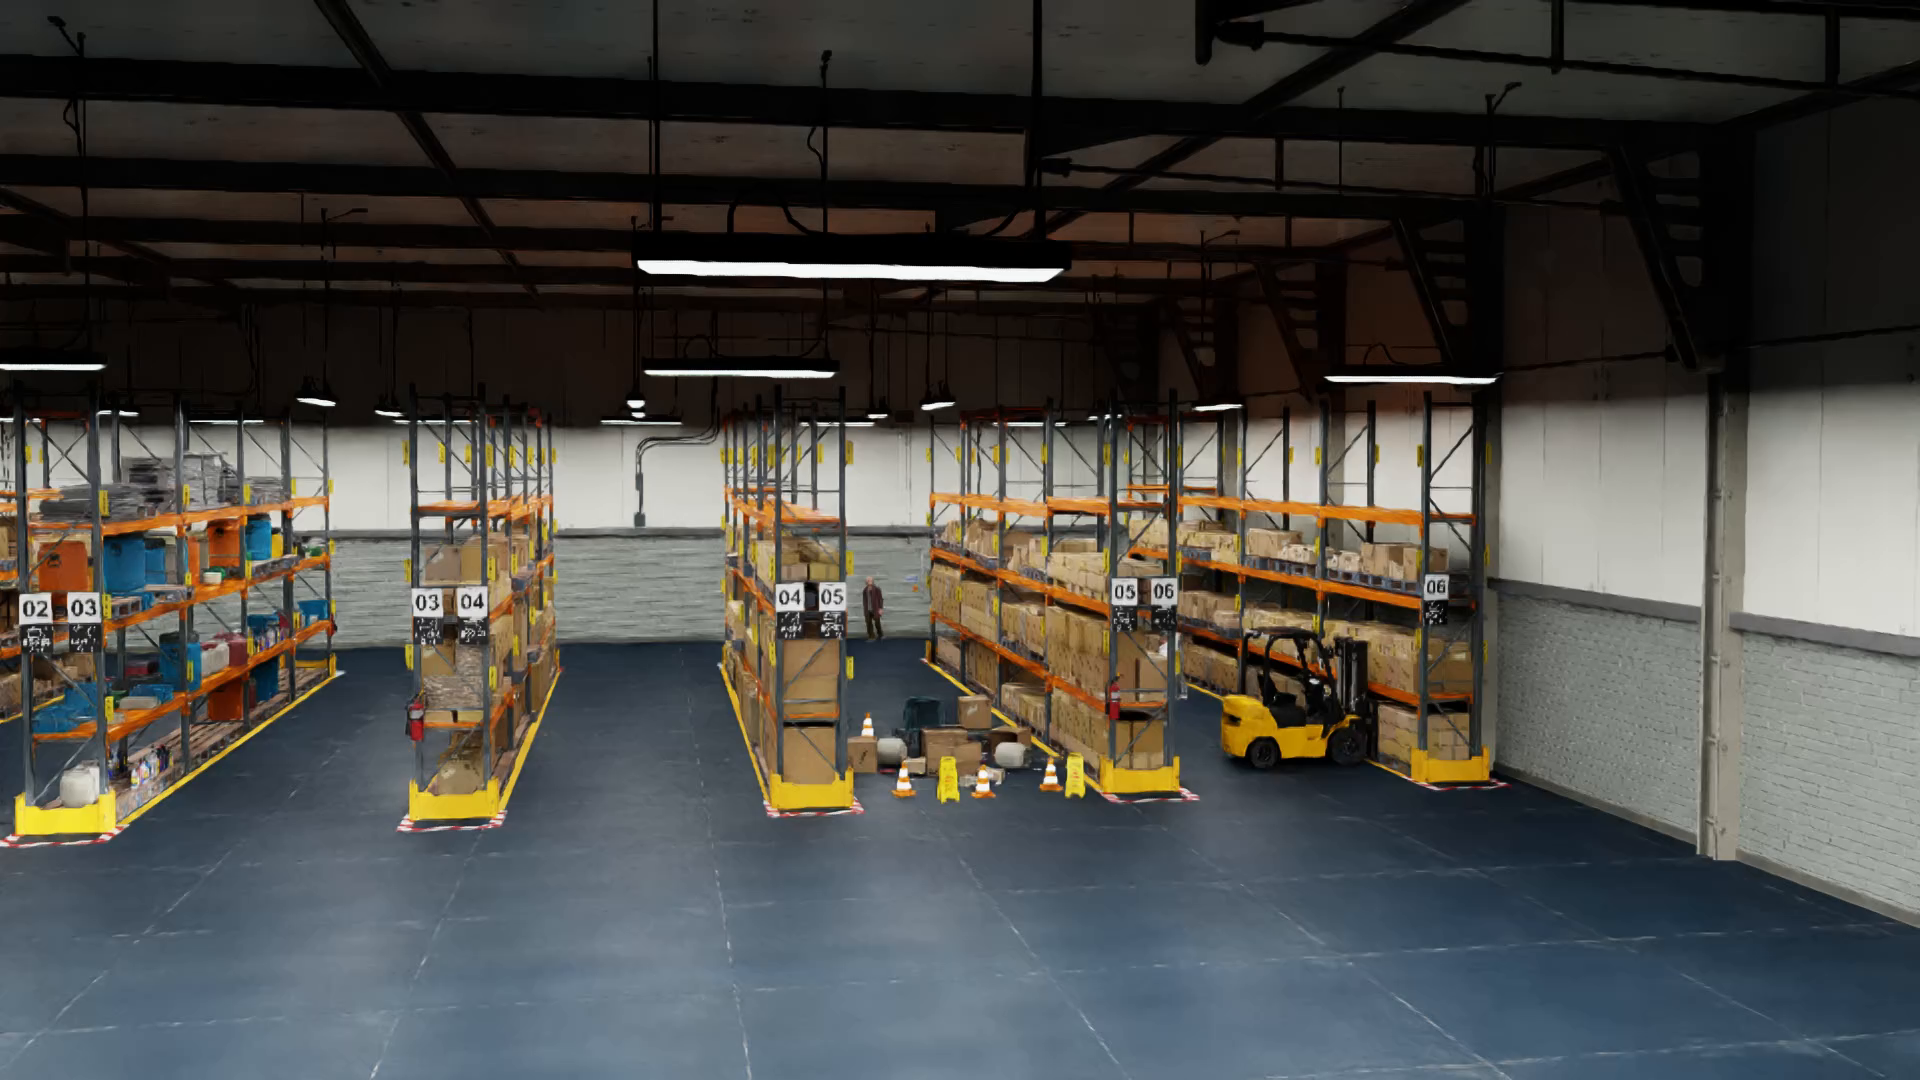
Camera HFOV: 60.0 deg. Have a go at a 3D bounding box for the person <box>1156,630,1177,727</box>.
[{"bbox_3d":[3.780,2.552,30.875,0.562,1.752,0.623,1,3,19],"label":"person"}]

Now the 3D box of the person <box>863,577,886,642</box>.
[{"bbox_3d":[-2.313,1.857,44.734,0.621,1.766,0.615,1,3,24],"label":"person"}]

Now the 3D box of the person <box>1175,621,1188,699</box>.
[{"bbox_3d":[4.444,2.457,34.248,0.532,1.588,0.535,1,3,12],"label":"person"}]
